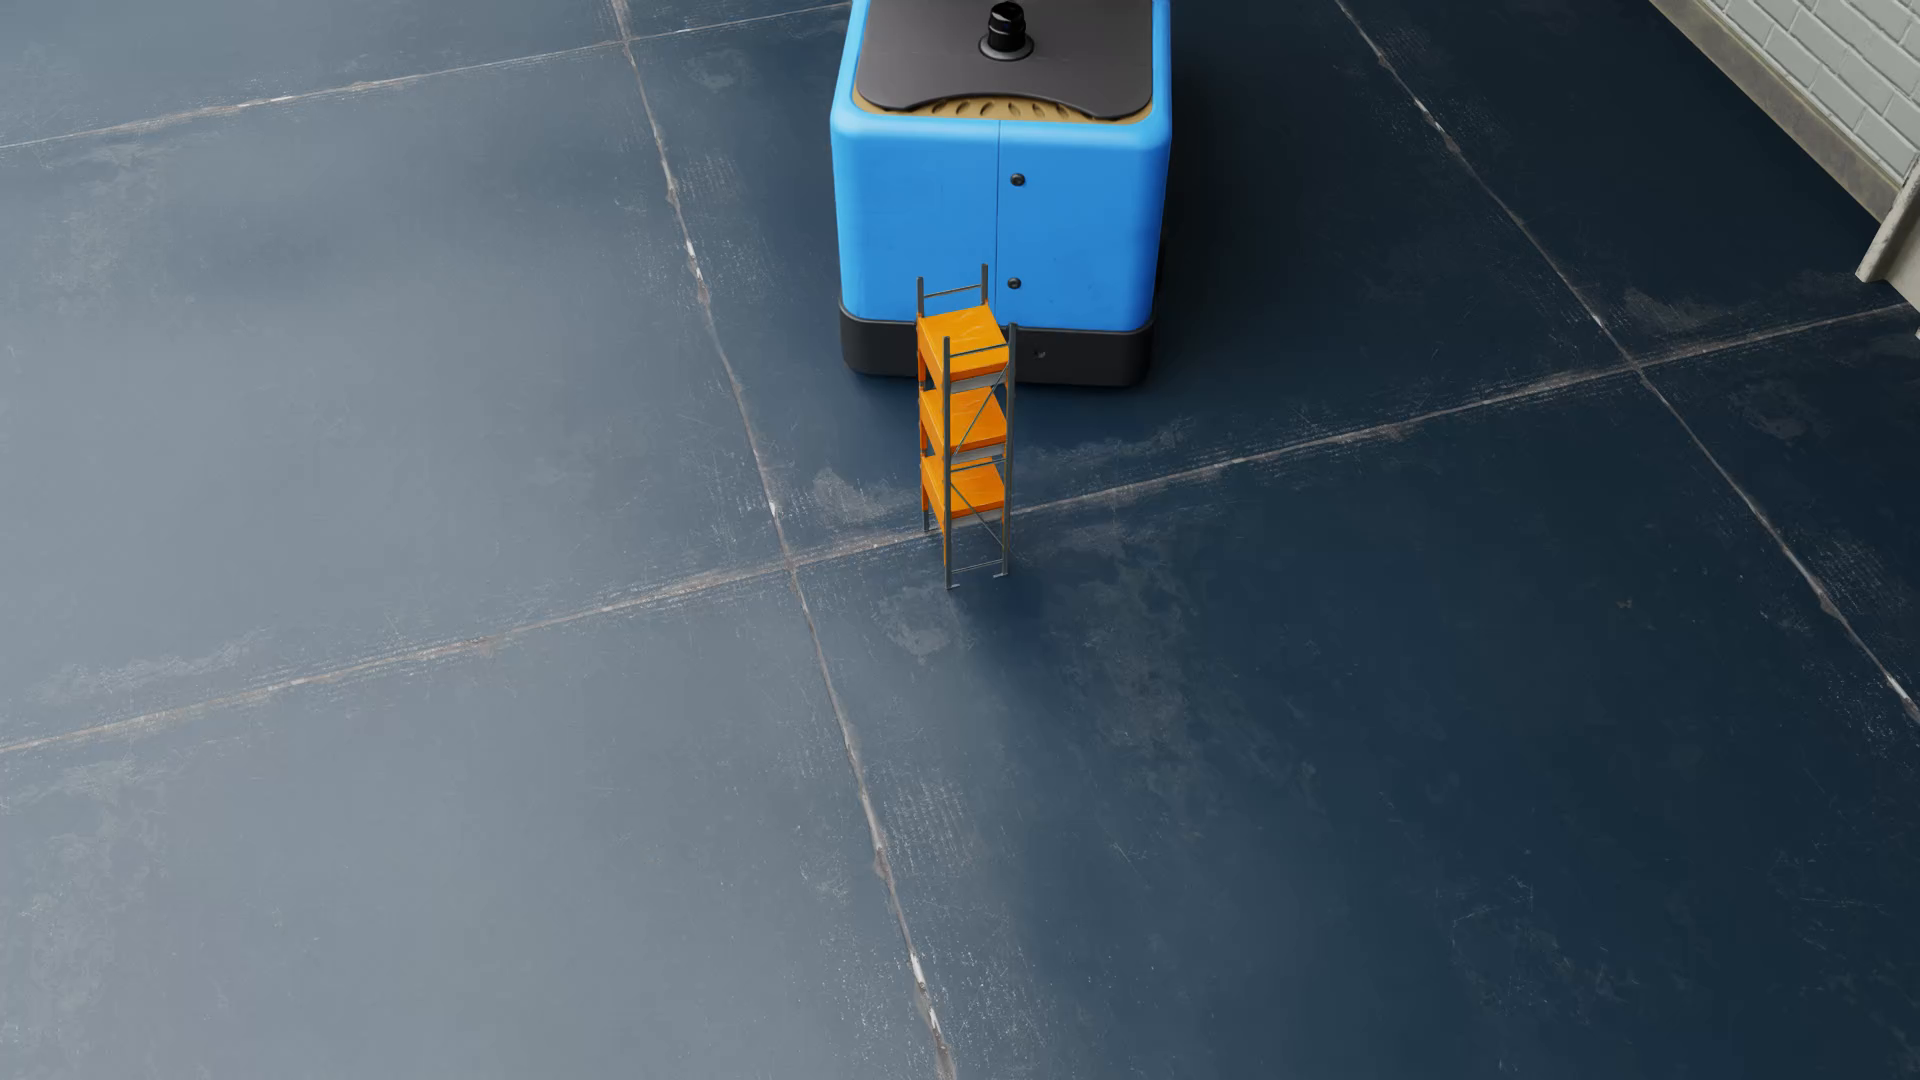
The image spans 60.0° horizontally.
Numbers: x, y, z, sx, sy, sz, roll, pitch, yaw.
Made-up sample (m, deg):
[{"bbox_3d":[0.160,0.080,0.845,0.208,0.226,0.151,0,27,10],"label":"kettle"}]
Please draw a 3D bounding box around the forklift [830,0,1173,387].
[{"bbox_3d":[0.220,-2.591,5.517,1.130,2.935,3.031,3,50,3],"label":"forklift"}]

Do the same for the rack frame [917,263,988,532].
[{"bbox_3d":[-0.020,-0.388,4.891,0.200,1.050,0.008,-13,51,-11],"label":"rack frame"}]

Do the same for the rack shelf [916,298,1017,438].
[{"bbox_3d":[0.016,-0.475,4.607,0.215,0.259,0.240,-13,51,-11],"label":"rack shelf"}]

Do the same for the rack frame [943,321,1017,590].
[{"bbox_3d":[0.052,-0.210,4.741,0.200,1.050,0.008,-13,51,-11],"label":"rack frame"}]

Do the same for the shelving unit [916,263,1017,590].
[{"bbox_3d":[0.016,-0.299,4.816,0.215,1.050,0.252,-13,51,-11],"label":"shelving unit"}]

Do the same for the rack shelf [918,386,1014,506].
[{"bbox_3d":[0.016,-0.292,4.824,0.215,0.259,0.240,-13,51,-11],"label":"rack shelf"}]

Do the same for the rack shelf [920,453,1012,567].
[{"bbox_3d":[0.016,-0.113,5.036,0.215,0.259,0.240,-13,51,-11],"label":"rack shelf"}]
